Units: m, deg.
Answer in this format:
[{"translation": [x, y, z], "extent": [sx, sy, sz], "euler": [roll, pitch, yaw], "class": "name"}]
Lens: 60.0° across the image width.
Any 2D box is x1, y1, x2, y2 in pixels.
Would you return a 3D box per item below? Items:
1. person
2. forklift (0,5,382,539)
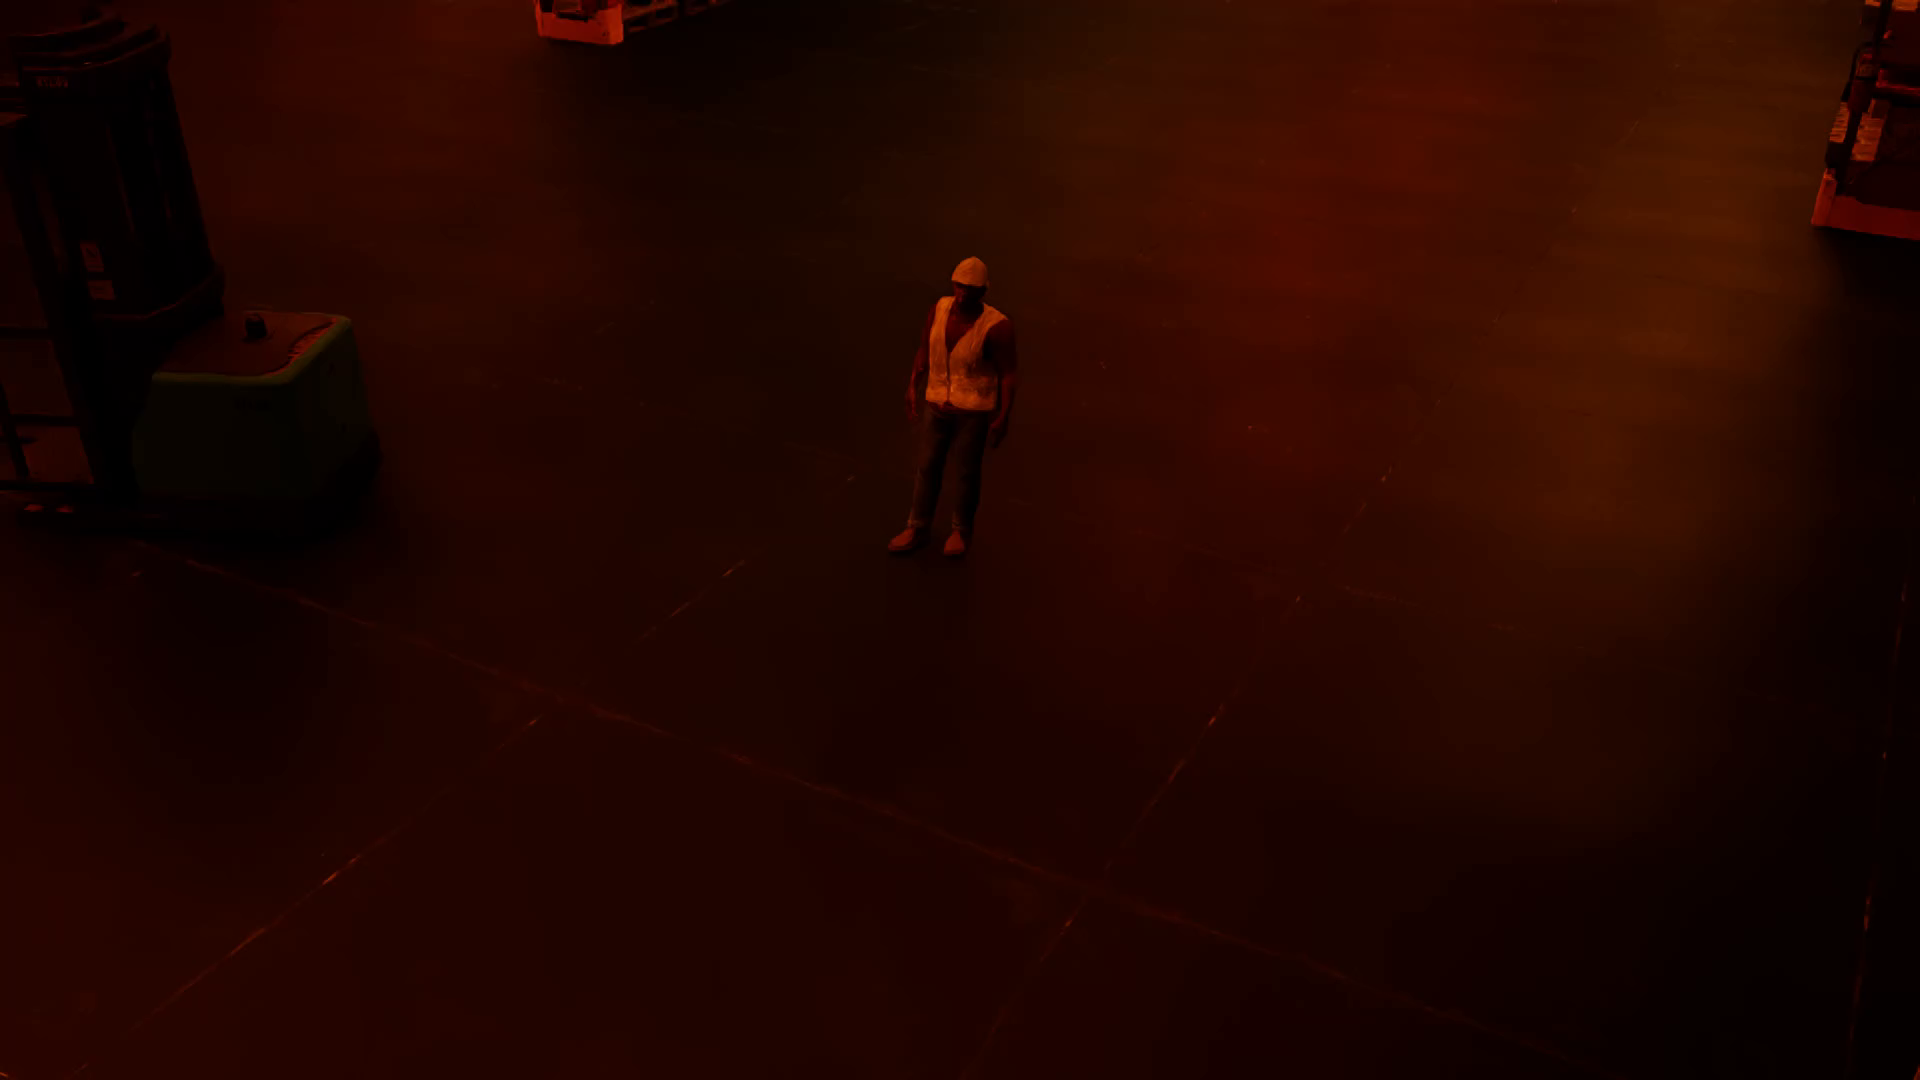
[{"translation": [-0.038, -0.741, 9.507], "extent": [0.665, 1.765, 0.576], "euler": [15, 33, 25], "class": "person"}, {"translation": [-5.283, -1.570, 9.791], "extent": [3.031, 2.935, 1.130], "euler": [3, 30, 5], "class": "forklift"}]
